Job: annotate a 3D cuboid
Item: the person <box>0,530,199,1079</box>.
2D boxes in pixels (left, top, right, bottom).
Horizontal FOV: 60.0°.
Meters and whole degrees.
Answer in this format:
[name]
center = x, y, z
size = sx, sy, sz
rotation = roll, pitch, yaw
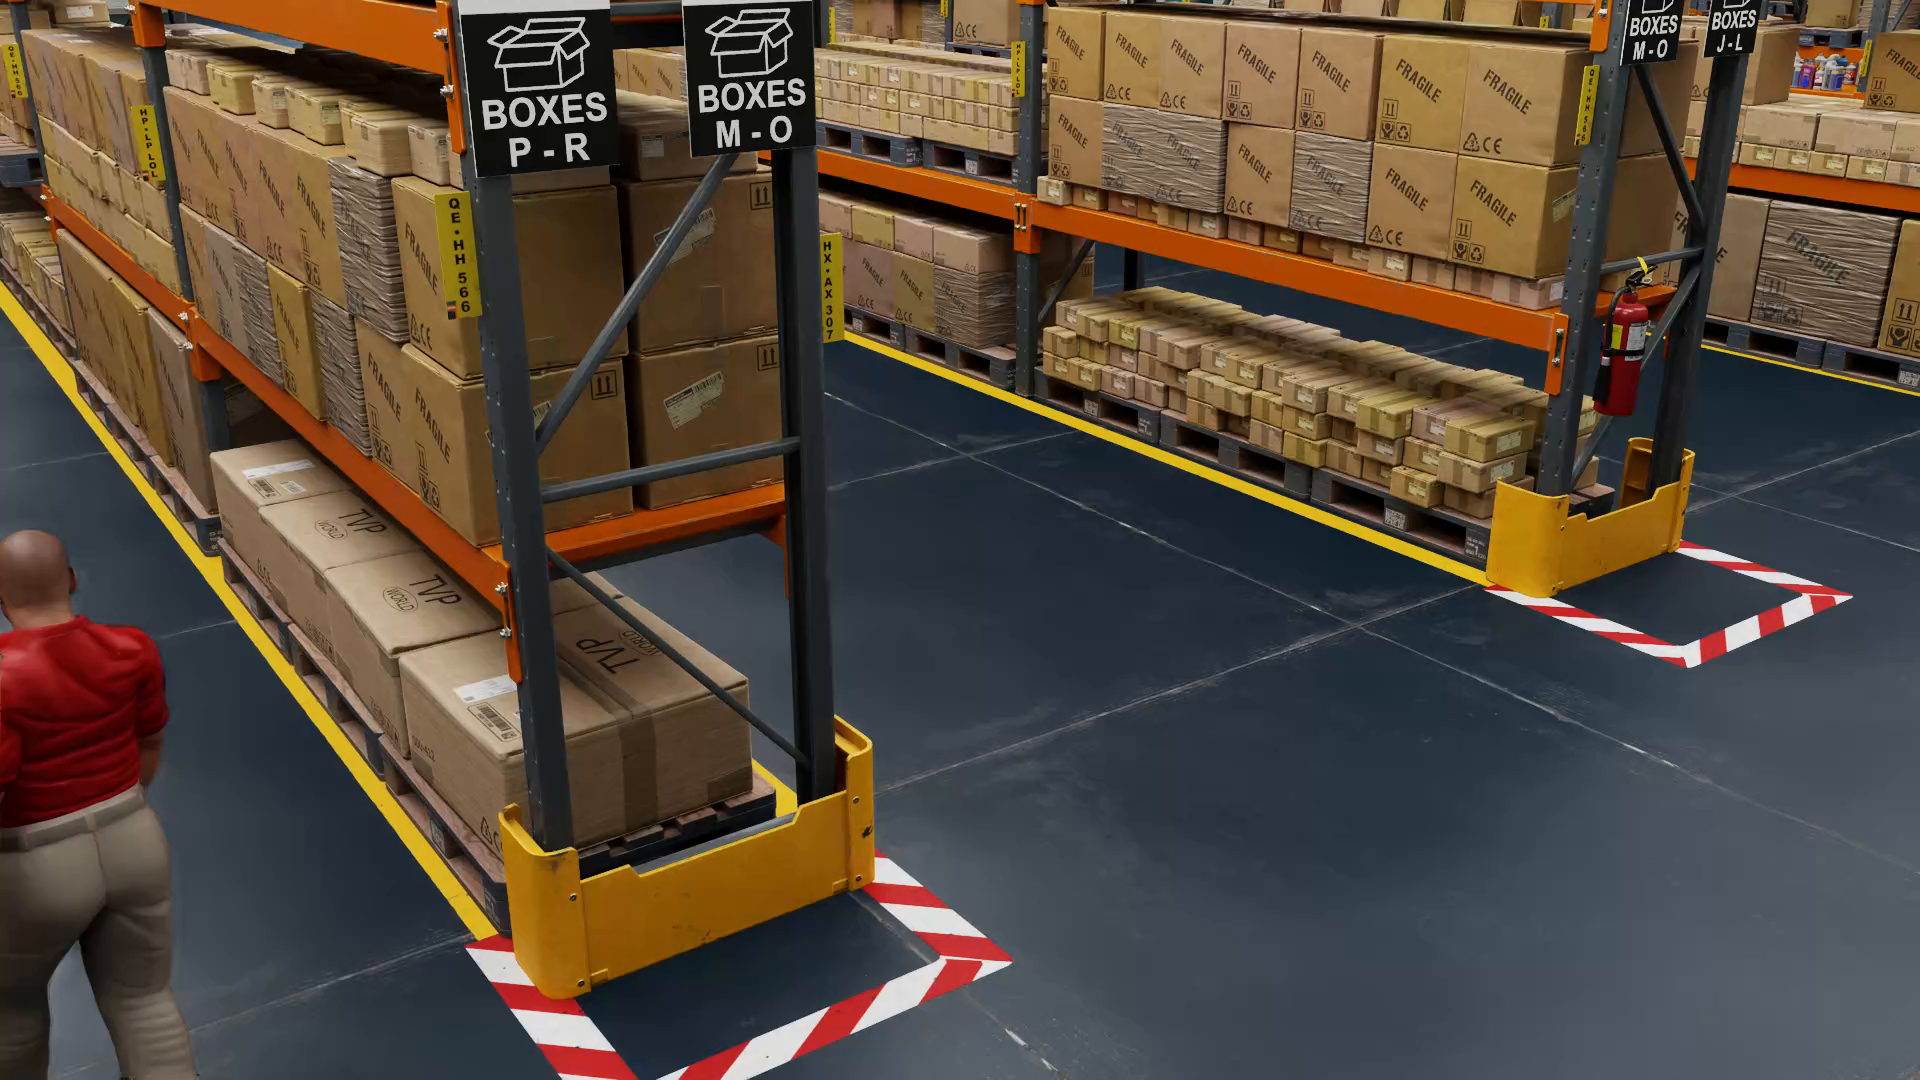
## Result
[person]
center = -2.245, 0.780, 4.077
size = 0.829, 1.696, 0.641
rotation = 15, 26, 33
